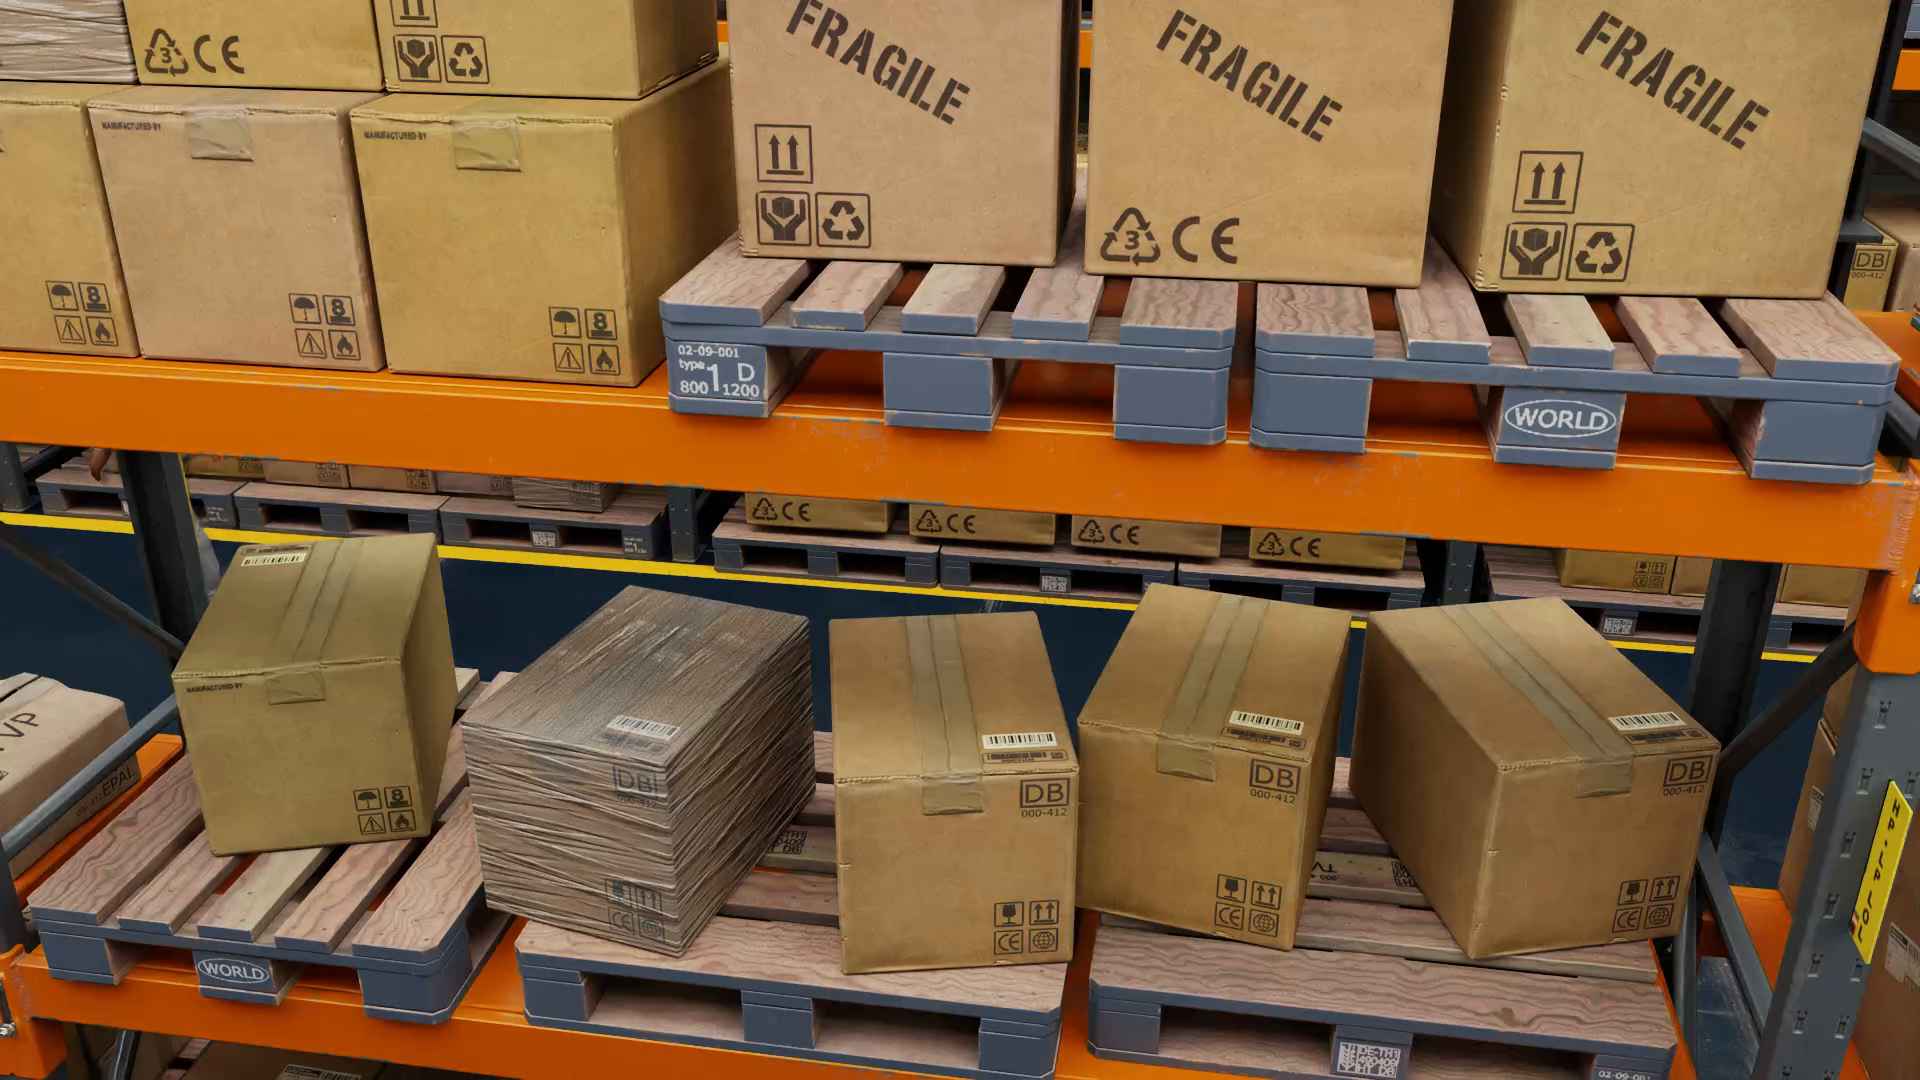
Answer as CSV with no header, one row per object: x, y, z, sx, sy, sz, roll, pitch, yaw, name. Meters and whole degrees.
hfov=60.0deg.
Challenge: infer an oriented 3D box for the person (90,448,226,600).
-3.896,-0.462,8.073,0.482,1.806,0.584,5,25,11,person
